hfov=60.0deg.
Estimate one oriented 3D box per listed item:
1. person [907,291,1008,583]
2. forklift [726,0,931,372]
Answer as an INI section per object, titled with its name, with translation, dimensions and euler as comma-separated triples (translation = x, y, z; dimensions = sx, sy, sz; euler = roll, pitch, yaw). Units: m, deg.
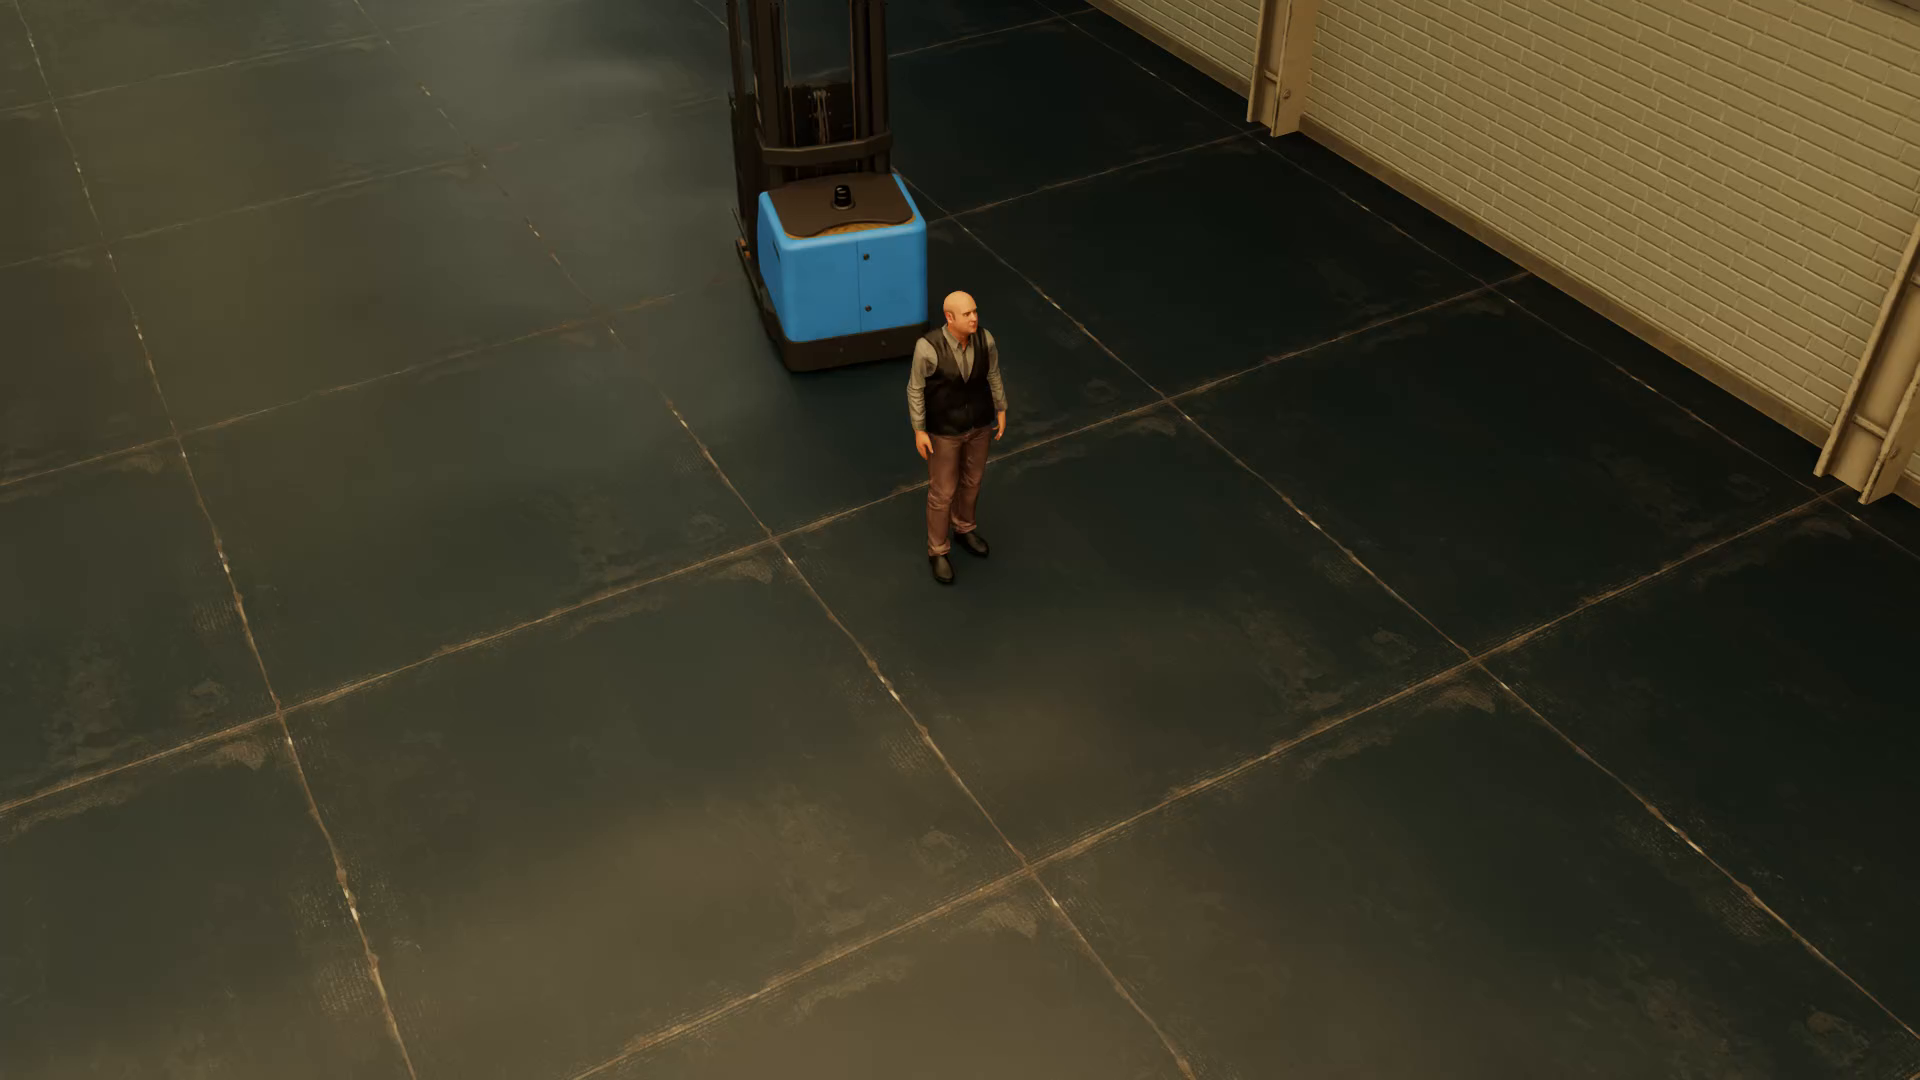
[person]
translation = 0.024, -0.631, 9.733
dimensions = 0.632, 1.720, 0.568
euler = -20, 44, -23
[forklift]
translation = -1.115, -3.254, 11.959
dimensions = 1.130, 2.935, 3.031
euler = -11, 41, -13
